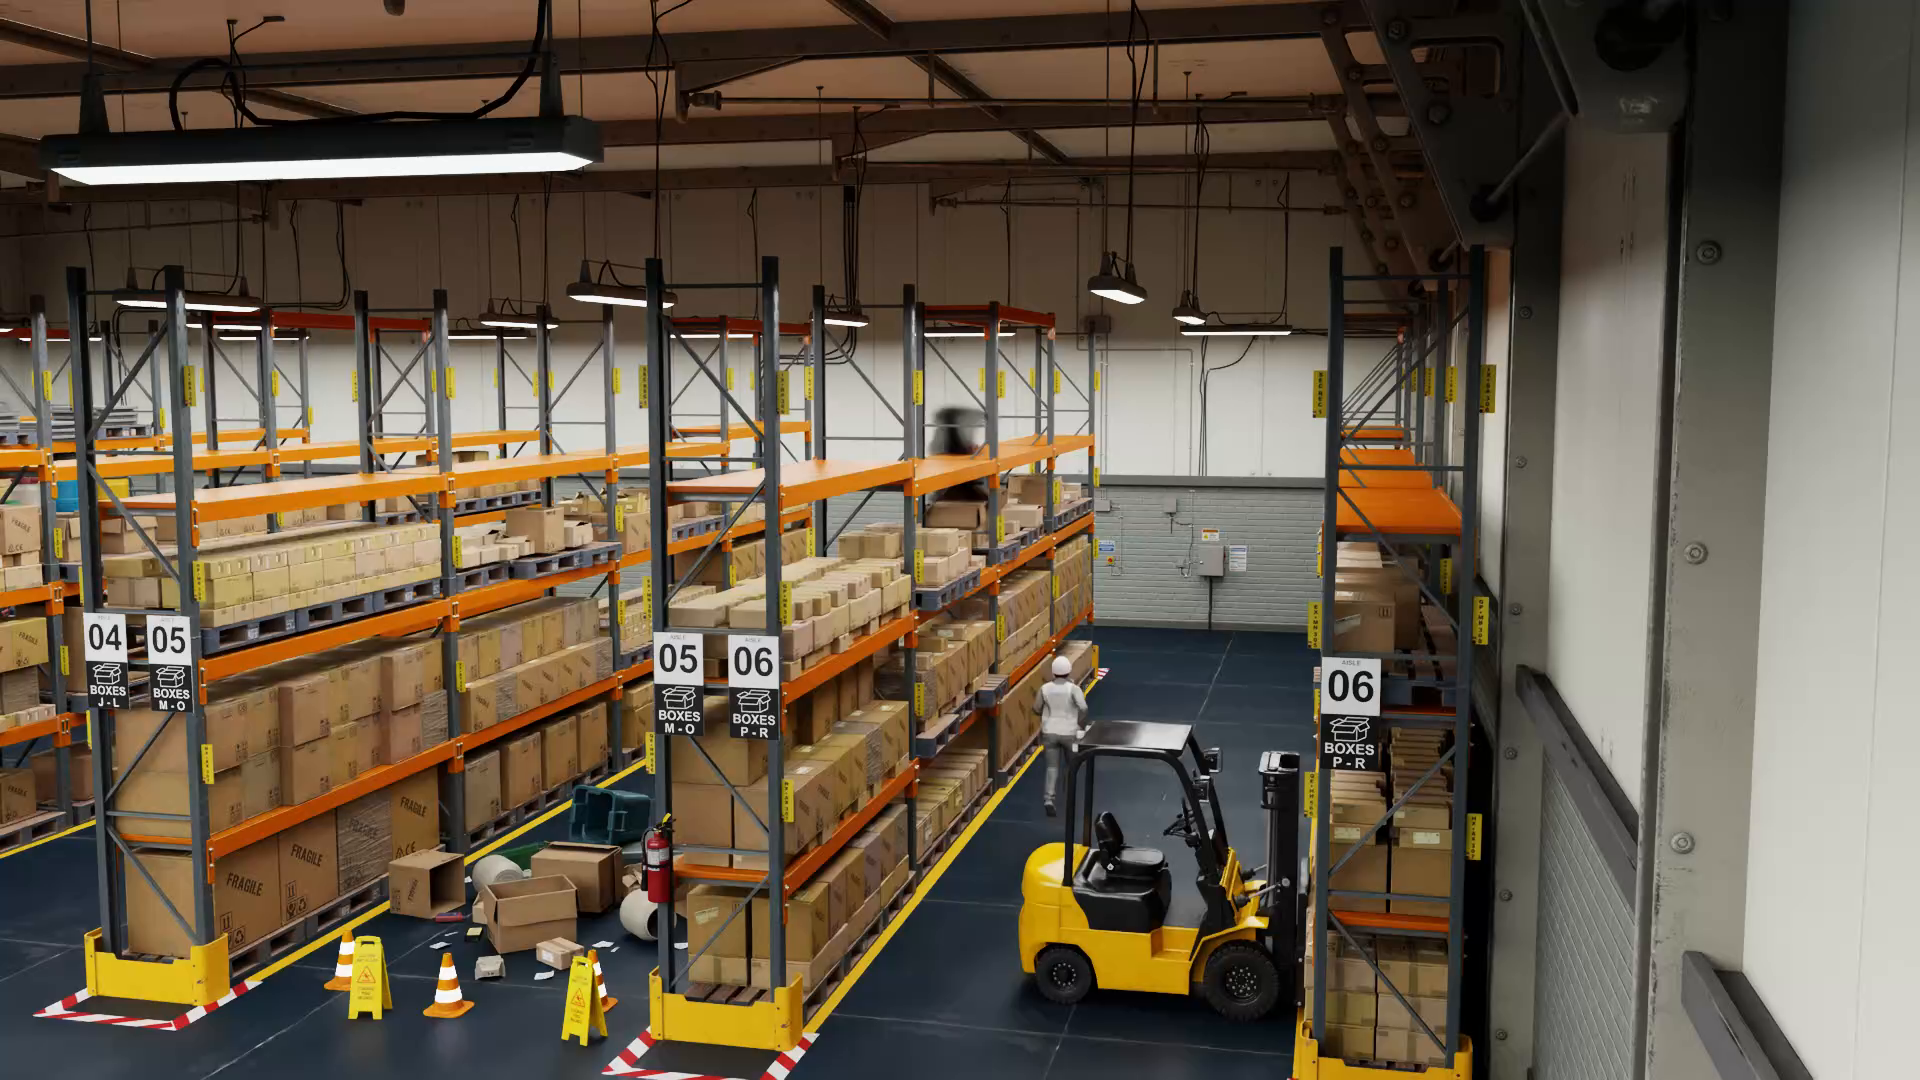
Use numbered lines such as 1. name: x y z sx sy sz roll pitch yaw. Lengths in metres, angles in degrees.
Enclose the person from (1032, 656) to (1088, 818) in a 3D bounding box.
1. person: 1.130 2.169 18.511 0.665 1.775 0.886 2 6 15
